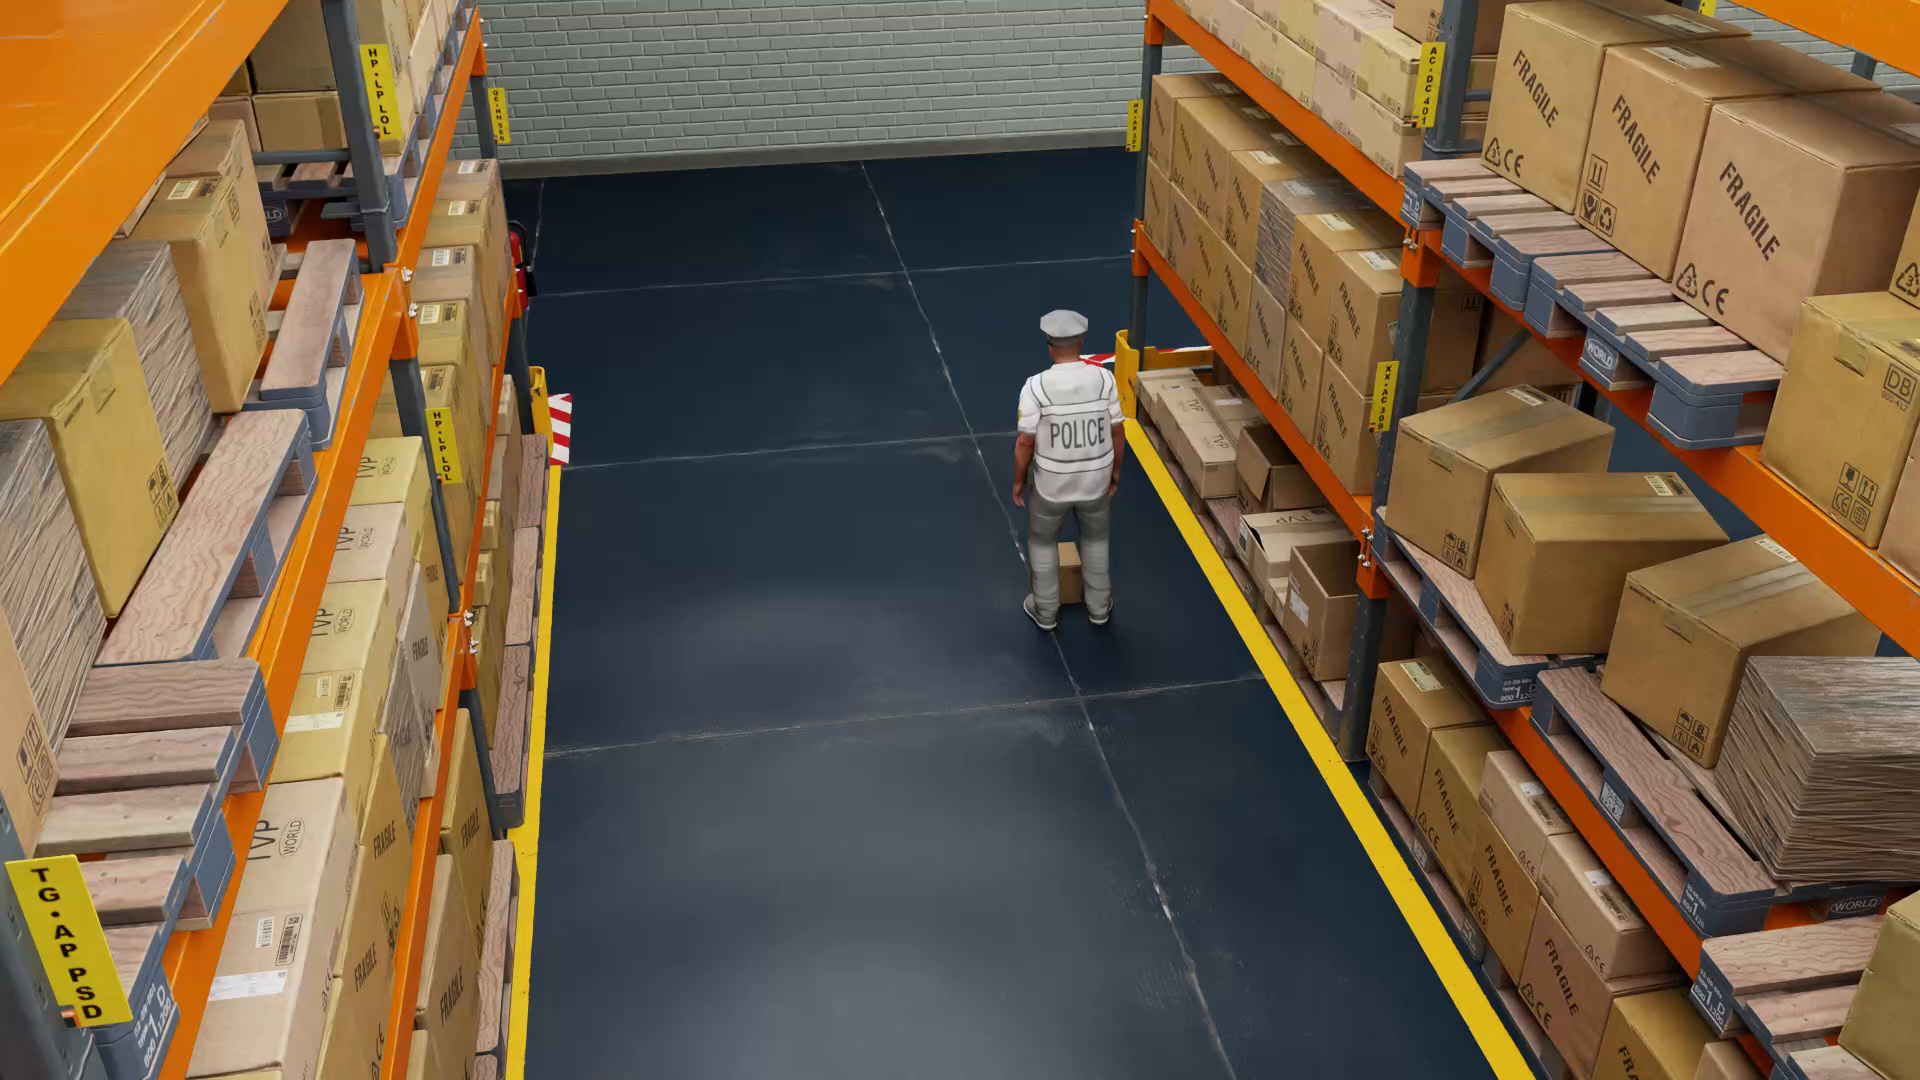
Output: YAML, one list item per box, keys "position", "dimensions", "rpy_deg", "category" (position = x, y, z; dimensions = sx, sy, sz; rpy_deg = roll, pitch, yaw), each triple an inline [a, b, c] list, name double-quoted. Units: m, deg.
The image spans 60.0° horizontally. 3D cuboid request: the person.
- position: [0.571, -0.318, 8.671]
  dimensions: [0.604, 1.747, 0.437]
  rpy_deg: [-5, 31, -9]
  category: "person"
